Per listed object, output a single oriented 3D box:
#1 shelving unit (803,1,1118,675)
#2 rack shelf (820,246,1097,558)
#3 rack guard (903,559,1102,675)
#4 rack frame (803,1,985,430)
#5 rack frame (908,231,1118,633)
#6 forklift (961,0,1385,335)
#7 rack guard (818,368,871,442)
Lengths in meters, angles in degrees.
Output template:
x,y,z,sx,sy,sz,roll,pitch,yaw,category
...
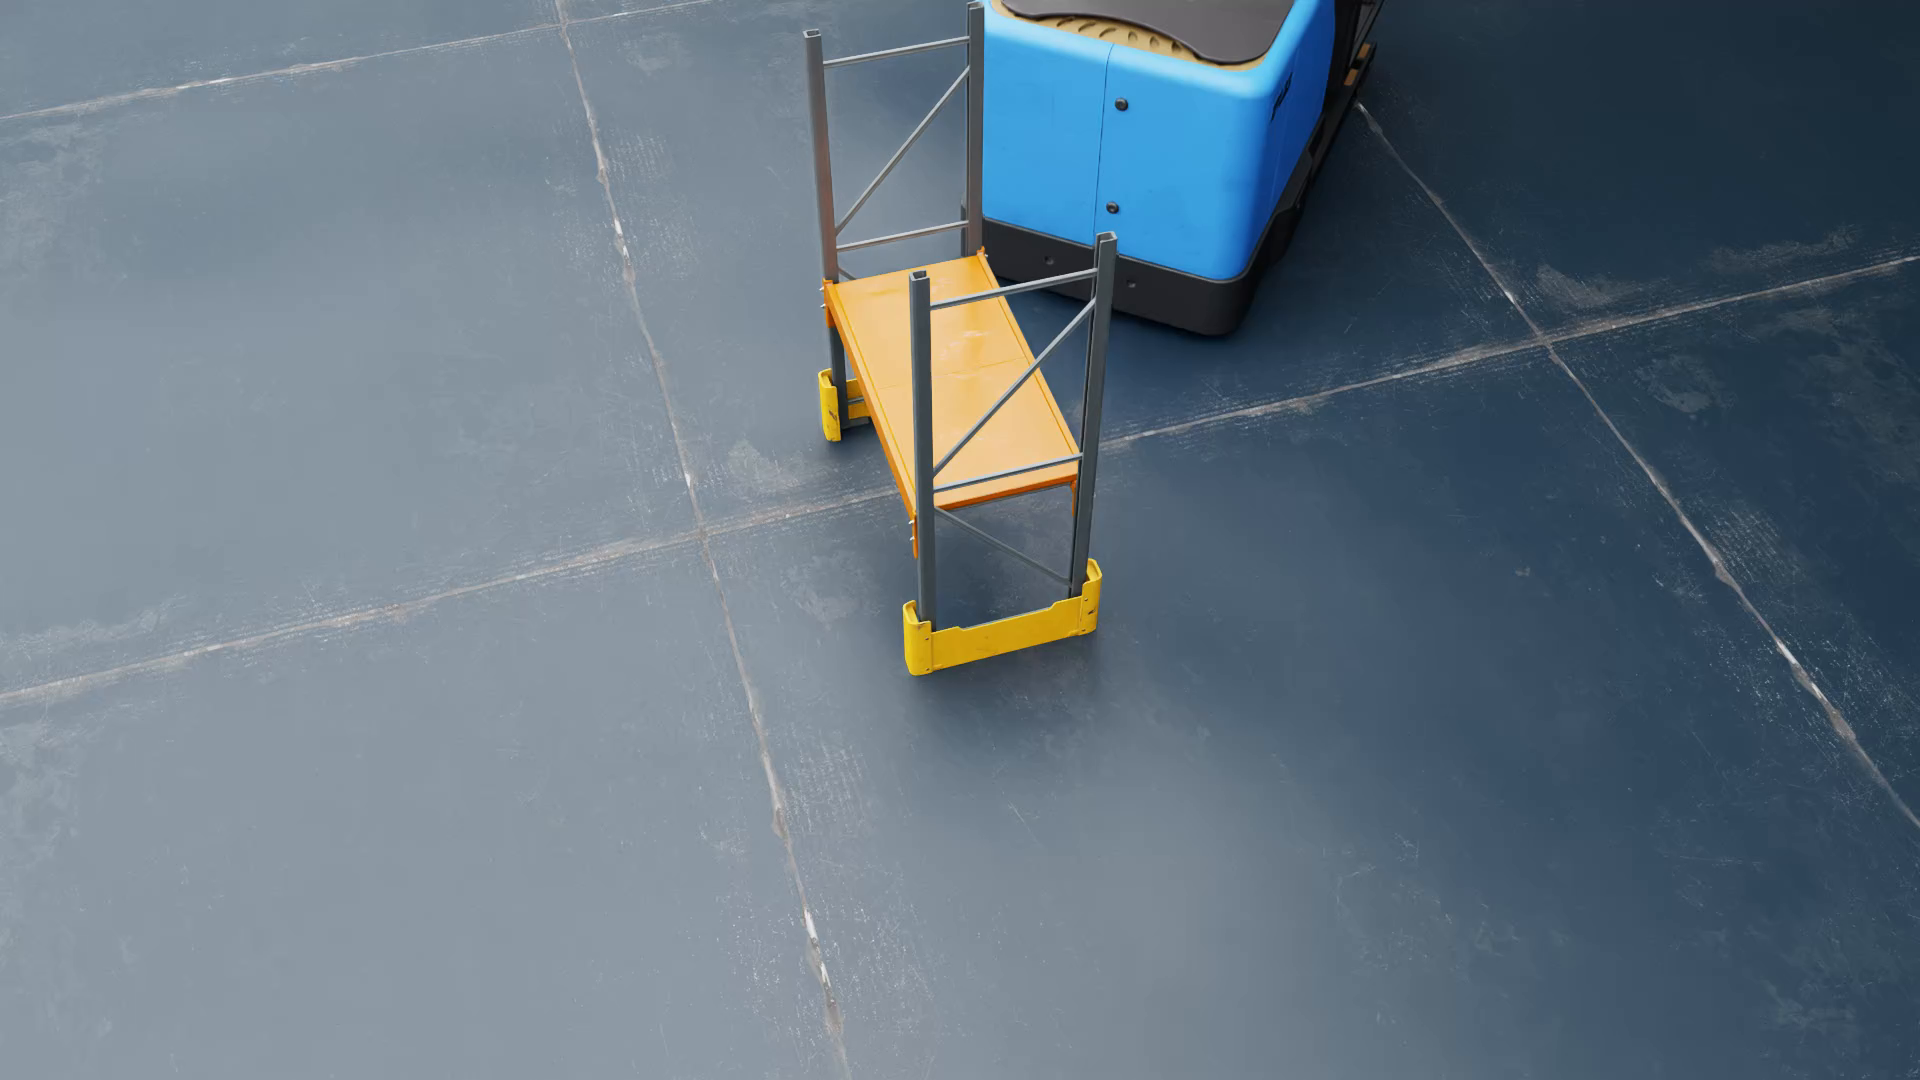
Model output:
x,y,z,sx,sy,sz,roll,pitch,yaw,category
-0.023,-0.539,4.724,0.587,1.500,1.083,-13,51,-11,shelving unit
-0.025,-0.430,4.867,0.538,0.185,1.000,-13,51,-11,rack shelf
0.125,0.227,4.895,0.587,0.250,0.087,-13,51,-11,rack guard
-0.176,-0.917,5.042,0.500,1.500,0.032,-13,51,-11,rack frame
0.125,-0.174,4.416,0.500,1.500,0.032,-13,51,-11,rack frame
1.053,-2.802,5.695,1.130,2.935,3.031,18,52,15,forklift
-0.170,-0.500,5.508,0.587,0.250,0.087,-13,51,-11,rack guard
